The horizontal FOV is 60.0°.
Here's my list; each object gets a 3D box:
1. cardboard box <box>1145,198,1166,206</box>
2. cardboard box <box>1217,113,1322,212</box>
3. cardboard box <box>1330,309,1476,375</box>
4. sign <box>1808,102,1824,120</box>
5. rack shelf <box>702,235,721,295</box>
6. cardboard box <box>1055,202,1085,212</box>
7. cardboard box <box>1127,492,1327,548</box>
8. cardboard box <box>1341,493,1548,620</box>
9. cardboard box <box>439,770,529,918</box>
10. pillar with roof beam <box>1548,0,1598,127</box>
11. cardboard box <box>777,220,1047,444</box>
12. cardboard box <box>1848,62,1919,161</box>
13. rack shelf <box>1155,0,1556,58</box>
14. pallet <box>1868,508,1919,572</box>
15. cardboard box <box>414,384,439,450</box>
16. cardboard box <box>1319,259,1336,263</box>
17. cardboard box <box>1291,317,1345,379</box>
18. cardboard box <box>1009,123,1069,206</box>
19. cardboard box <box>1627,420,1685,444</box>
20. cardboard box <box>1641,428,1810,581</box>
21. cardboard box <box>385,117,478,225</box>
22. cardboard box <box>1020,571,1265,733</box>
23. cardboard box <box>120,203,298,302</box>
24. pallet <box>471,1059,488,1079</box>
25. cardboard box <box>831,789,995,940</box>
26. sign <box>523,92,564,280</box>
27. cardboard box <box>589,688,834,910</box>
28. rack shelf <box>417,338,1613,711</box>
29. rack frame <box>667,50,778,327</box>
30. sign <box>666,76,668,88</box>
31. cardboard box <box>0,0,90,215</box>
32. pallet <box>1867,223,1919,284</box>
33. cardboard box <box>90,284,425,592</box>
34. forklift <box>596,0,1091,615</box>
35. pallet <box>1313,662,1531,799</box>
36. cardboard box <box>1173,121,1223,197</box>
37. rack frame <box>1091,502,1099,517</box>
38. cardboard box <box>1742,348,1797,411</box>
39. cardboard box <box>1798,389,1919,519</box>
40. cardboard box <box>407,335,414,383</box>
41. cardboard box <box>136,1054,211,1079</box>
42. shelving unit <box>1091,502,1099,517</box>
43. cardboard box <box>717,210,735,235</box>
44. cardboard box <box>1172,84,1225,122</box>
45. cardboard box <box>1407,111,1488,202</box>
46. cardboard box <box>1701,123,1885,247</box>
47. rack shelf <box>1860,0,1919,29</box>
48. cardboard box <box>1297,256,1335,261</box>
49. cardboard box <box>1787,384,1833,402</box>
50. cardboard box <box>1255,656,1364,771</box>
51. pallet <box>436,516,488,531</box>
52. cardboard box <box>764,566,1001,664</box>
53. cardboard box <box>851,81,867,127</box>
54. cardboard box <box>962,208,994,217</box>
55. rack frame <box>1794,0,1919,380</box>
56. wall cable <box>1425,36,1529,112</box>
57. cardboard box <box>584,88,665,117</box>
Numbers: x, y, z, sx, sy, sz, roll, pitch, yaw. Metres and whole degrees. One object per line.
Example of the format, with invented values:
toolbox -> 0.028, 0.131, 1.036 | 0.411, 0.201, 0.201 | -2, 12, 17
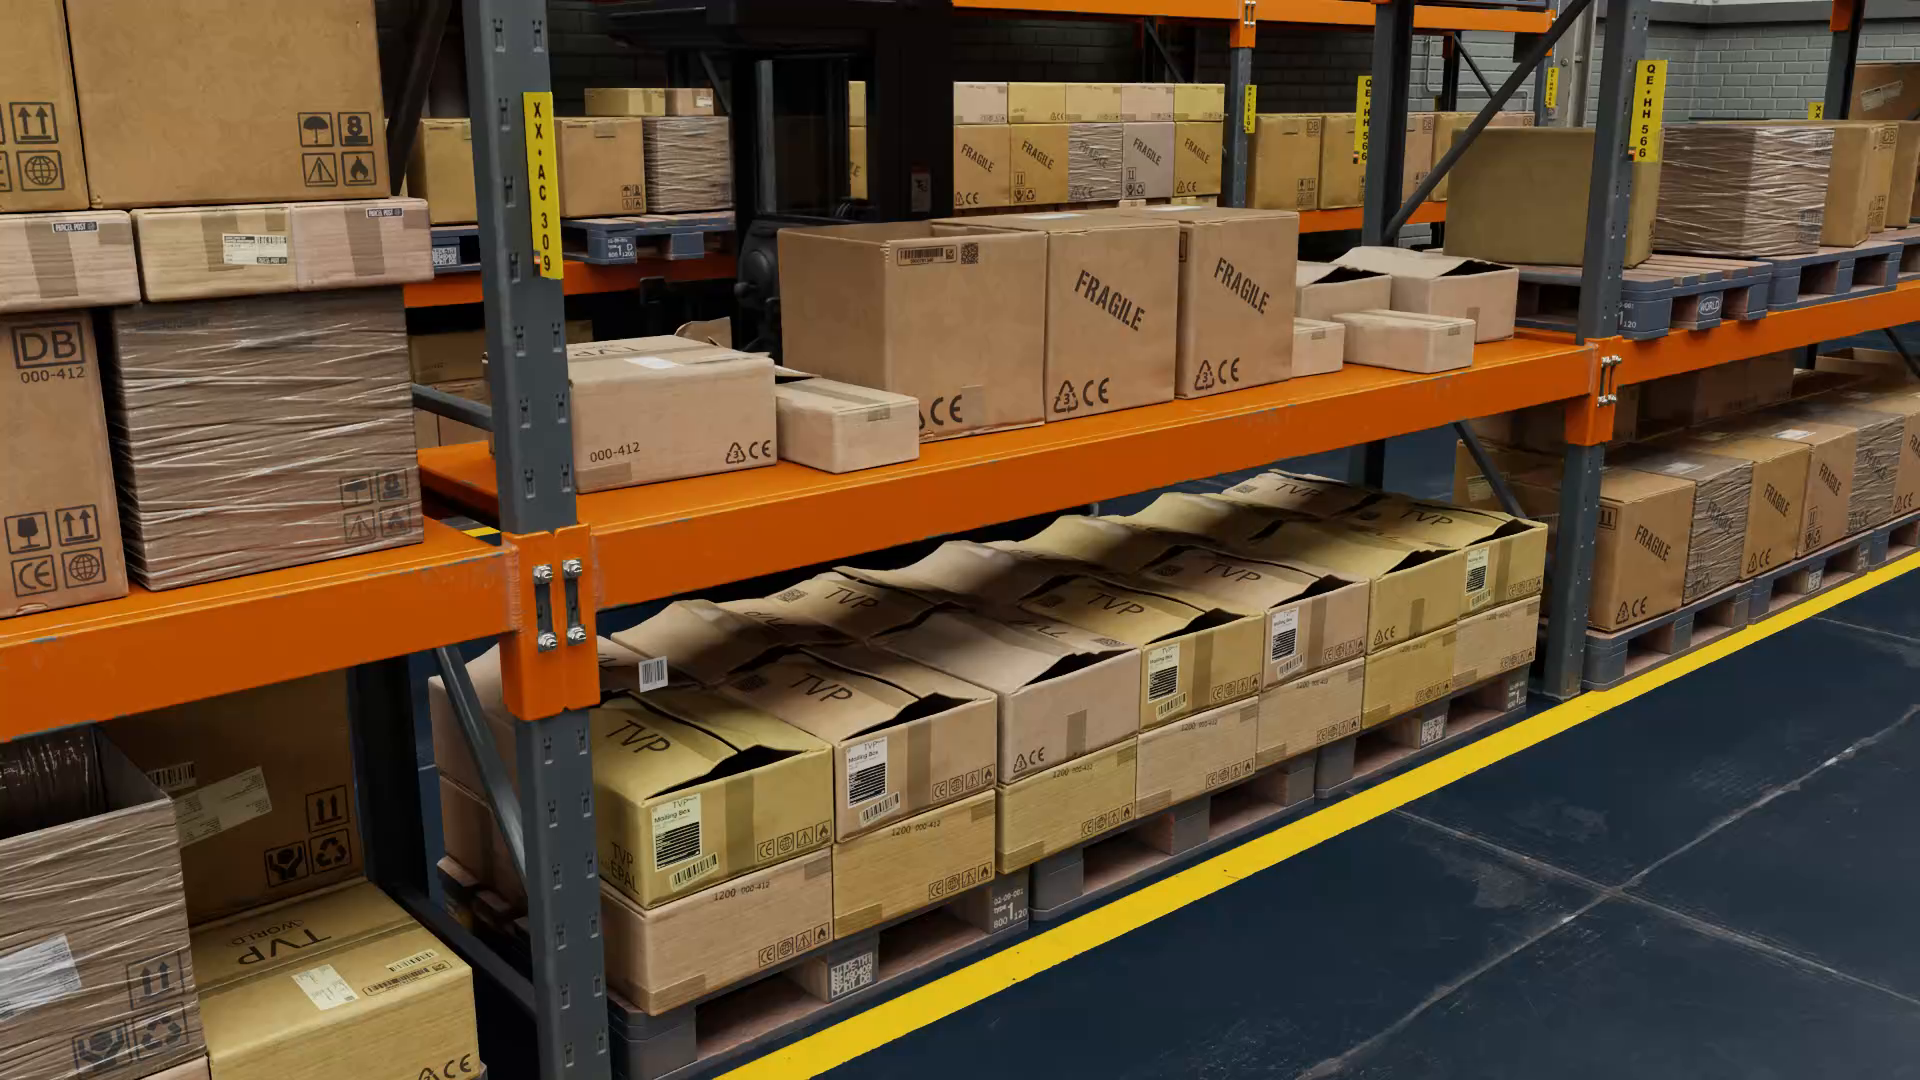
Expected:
cardboard box -> 1.198, -2.299, 11.492 | 0.250, 0.149, 0.380 | -12, 19, -38
cardboard box -> 2.087, -2.839, 12.485 | 0.700, 0.700, 0.980 | -12, 19, -39
cardboard box -> 1.407, -0.637, 5.307 | 0.250, 0.149, 0.380 | -13, 19, -39
sign -> 4.560, -2.164, 8.862 | 0.005, 0.325, 0.100 | -13, 19, -39
rack shelf -> 0.159, -1.919, 11.016 | 4.000, 0.370, 1.077 | -13, 19, -39
cardboard box -> 0.611, -2.175, 11.027 | 0.250, 0.149, 0.380 | -13, 20, -41
cardboard box -> 0.926, 0.013, 5.818 | 0.500, 0.311, 0.500 | -13, 20, -41
cardboard box -> 1.671, 0.027, 5.763 | 0.500, 0.311, 0.500 | -12, 19, -38
cardboard box -> -0.991, 0.712, 4.285 | 0.500, 0.250, 0.500 | -13, 20, -40
pillar with roof beam -> 8.980, -5.969, 13.159 | 0.400, 9.000, 9.100 | -13, 19, -39
cardboard box -> -0.126, -0.551, 4.306 | 0.500, 0.500, 0.500 | -11, 18, -35
cardboard box -> 5.133, -2.309, 8.951 | 0.500, 0.500, 0.500 | -13, 19, -39
rack shelf -> 3.176, -4.046, 13.166 | 4.000, 0.370, 1.077 | -13, 19, -39
pallet -> 4.333, -0.149, 8.400 | 1.213, 0.211, 1.003 | -13, 19, -39
cardboard box -> -3.055, -0.559, 8.521 | 0.500, 0.500, 0.700 | -12, 19, -39
cardboard box -> 3.071, -2.132, 13.191 | 0.250, 0.149, 0.380 | -13, 20, -41
cardboard box -> 0.979, -0.616, 5.229 | 0.250, 0.149, 0.380 | -11, 18, -35
cardboard box -> 0.348, -2.422, 10.697 | 0.500, 0.500, 0.500 | -12, 19, -38
cardboard box -> 2.846, -0.261, 7.405 | 0.500, 0.500, 0.500 | -14, 20, -41
cardboard box -> 3.208, -0.164, 7.043 | 0.500, 0.500, 0.500 | -13, 20, -40
cardboard box -> -2.624, -1.892, 8.473 | 0.500, 0.500, 0.700 | -13, 19, -39
cardboard box -> 0.521, 0.286, 4.795 | 0.500, 0.311, 0.500 | -12, 19, -38
cardboard box -> -1.365, -0.519, 2.929 | 0.250, 0.149, 0.380 | -13, 20, -41
pallet -> -1.741, 1.187, 3.396 | 1.213, 0.211, 1.003 | -13, 19, -39
cardboard box -> -0.260, 0.733, 4.209 | 0.500, 0.250, 0.500 | -12, 19, -38
sign -> -0.748, -0.635, 2.984 | 0.005, 0.325, 0.100 | -13, 19, -39
cardboard box -> -0.638, 0.547, 3.819 | 0.500, 0.311, 0.500 | -13, 19, -39
rack shelf -> 0.396, -0.278, 4.871 | 4.000, 0.370, 1.077 | -13, 19, -39
rack frame -> -1.350, -1.928, 9.655 | 0.127, 3.000, 1.000 | -13, 19, -39
sign -> -1.717, -2.595, 9.908 | 0.005, 0.325, 0.100 | -13, 19, -39
cardboard box -> -1.824, -0.799, 2.722 | 0.500, 0.500, 0.700 | -13, 20, -39
pallet -> 4.247, -1.435, 8.181 | 1.213, 0.211, 1.003 | -13, 19, -39
cardboard box -> -1.444, -0.258, 3.211 | 0.500, 0.500, 0.700 | -13, 20, -41
forklift -> -0.828, -1.198, 7.054 | 3.031, 2.935, 1.130 | -12, 19, -38
pallet -> 1.258, 0.515, 5.913 | 1.213, 0.211, 1.003 | -13, 19, -39
cardboard box -> 1.485, -2.680, 11.661 | 0.500, 0.500, 0.500 | -13, 20, -40
rack frame -> 0.640, -0.720, 8.620 | 0.015, 1.200, 0.240 | -12, 19, -38
cardboard box -> 3.643, -0.805, 7.989 | 0.500, 0.250, 0.500 | -13, 19, -39
cardboard box -> 4.359, -0.425, 8.020 | 0.500, 0.500, 0.500 | -13, 19, -39
cardboard box -> -3.103, -0.909, 8.380 | 0.500, 0.250, 0.500 | -13, 20, -41
cardboard box -> -1.703, 1.043, 3.047 | 0.500, 0.250, 0.500 | -13, 19, -39
shelving unit -> 0.453, -0.679, 8.468 | 0.503, 1.200, 0.258 | -12, 19, -38
cardboard box -> -1.273, -1.921, 10.078 | 0.250, 0.149, 0.380 | -12, 19, -38
cardboard box -> 1.483, -3.040, 11.558 | 0.500, 0.250, 0.500 | -12, 19, -38
cardboard box -> 3.765, -3.214, 13.889 | 0.700, 0.700, 0.980 | -13, 20, -40
cardboard box -> 3.630, -1.582, 7.351 | 0.700, 0.500, 0.500 | 10, 18, 33
rack shelf -> 6.431, -3.082, 9.558 | 4.000, 0.370, 1.077 | -13, 19, -39
cardboard box -> 2.845, -2.212, 13.491 | 0.250, 0.149, 0.380 | -12, 19, -39
cardboard box -> 4.002, -0.520, 8.374 | 0.500, 0.500, 0.500 | -12, 19, -39
cardboard box -> 0.900, 0.471, 5.190 | 0.500, 0.250, 0.500 | -12, 19, -38
pallet -> -2.861, -0.243, 8.750 | 1.213, 0.211, 1.003 | -13, 19, -39
cardboard box -> -0.229, 0.270, 4.853 | 0.500, 0.311, 0.500 | -13, 20, -40
cardboard box -> -0.817, -2.523, 9.622 | 0.500, 0.250, 0.500 | -12, 19, -38
cardboard box -> 0.003, -2.050, 10.561 | 0.250, 0.149, 0.380 | -12, 19, -39
rack frame -> 4.922, -1.642, 8.583 | 0.127, 3.000, 1.000 | -13, 19, -39
wall cable -> 5.030, -4.175, 16.099 | 1.851, 1.984, 0.084 | -13, 19, -39
cardboard box -> -1.824, -2.380, 9.046 | 0.380, 0.149, 0.250 | 12, 19, 38
